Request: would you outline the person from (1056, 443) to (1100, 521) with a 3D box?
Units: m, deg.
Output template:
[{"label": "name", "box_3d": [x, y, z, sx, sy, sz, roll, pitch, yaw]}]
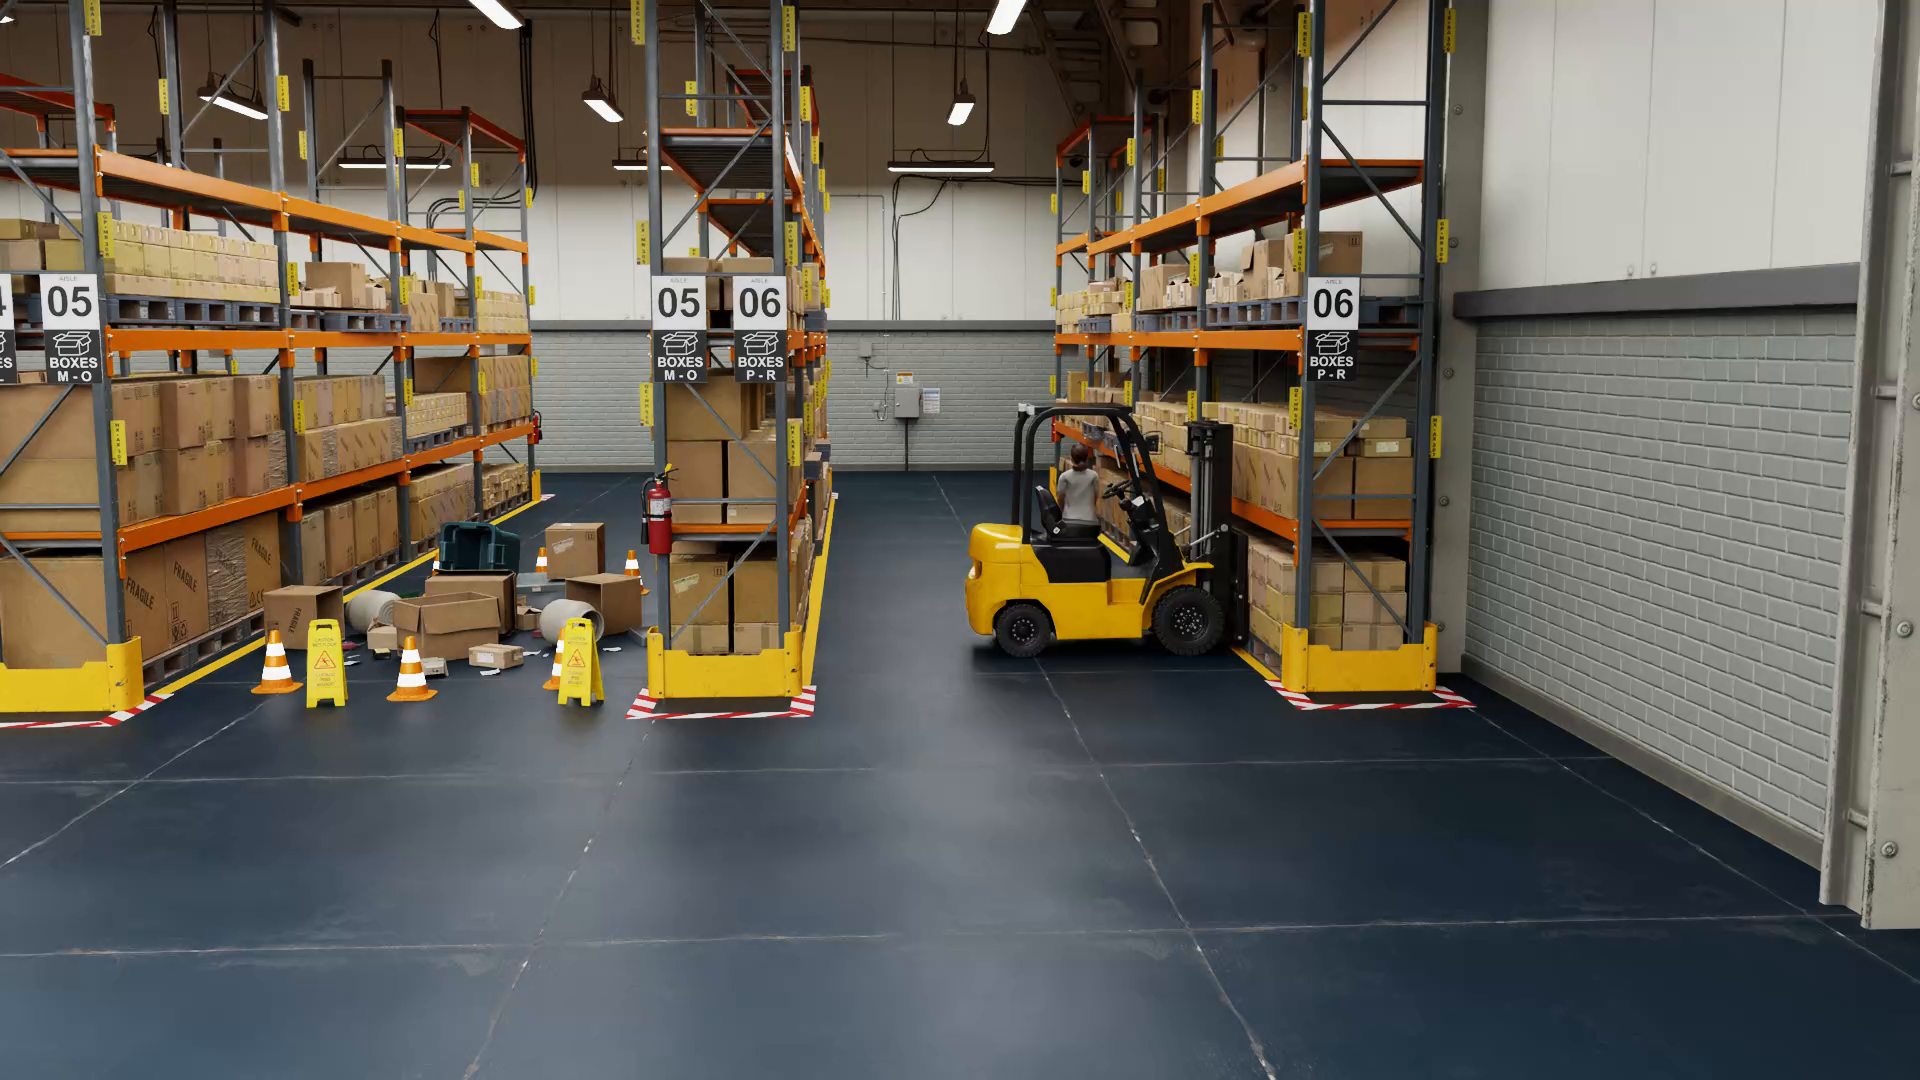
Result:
[{"label": "person", "box_3d": [1.214, -0.168, 17.178, 0.452, 1.664, 0.519, 0, 7, -4]}]
